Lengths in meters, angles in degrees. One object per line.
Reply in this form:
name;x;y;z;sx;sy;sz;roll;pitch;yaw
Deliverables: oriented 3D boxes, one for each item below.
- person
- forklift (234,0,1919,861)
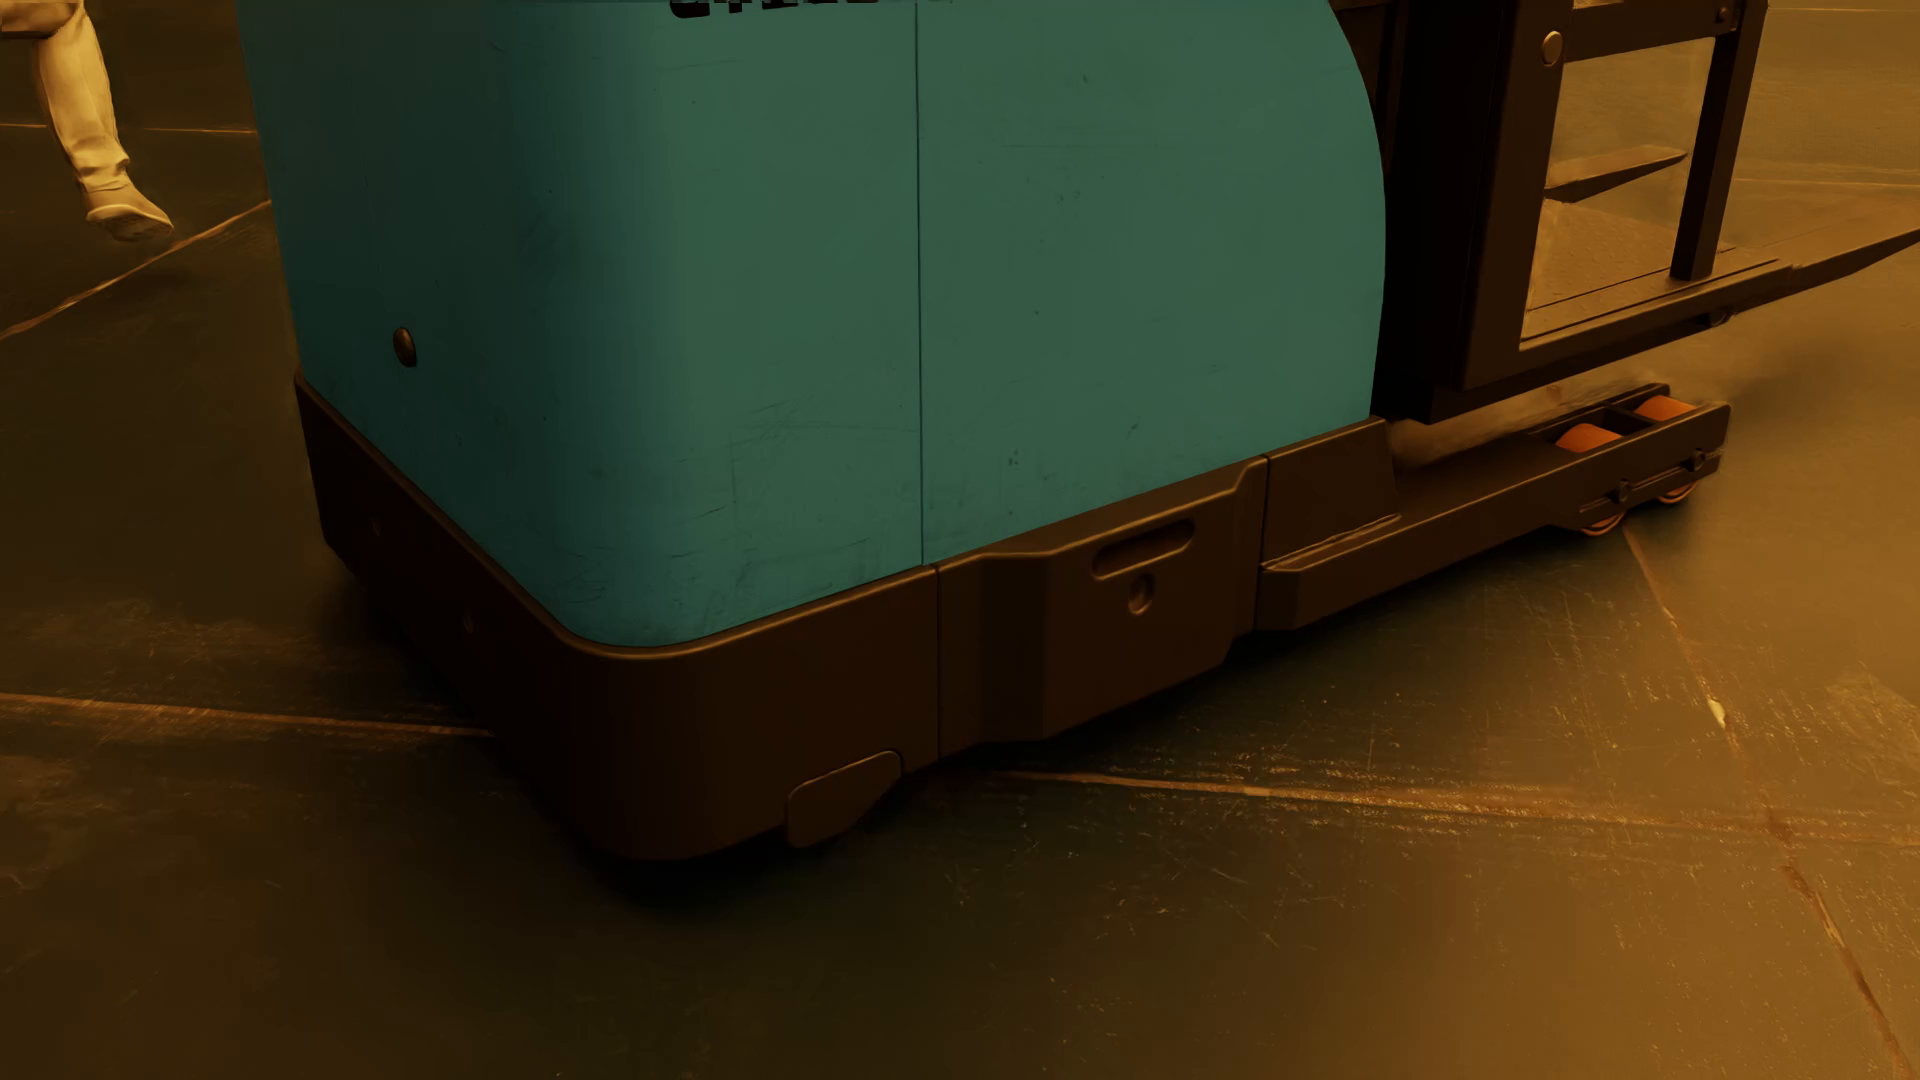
person;-2.109;-1.119;3.205;0.839;1.468;0.653;-3;27;-6
forklift;0.584;-1.490;2.203;3.031;2.935;1.130;-18;32;-32
